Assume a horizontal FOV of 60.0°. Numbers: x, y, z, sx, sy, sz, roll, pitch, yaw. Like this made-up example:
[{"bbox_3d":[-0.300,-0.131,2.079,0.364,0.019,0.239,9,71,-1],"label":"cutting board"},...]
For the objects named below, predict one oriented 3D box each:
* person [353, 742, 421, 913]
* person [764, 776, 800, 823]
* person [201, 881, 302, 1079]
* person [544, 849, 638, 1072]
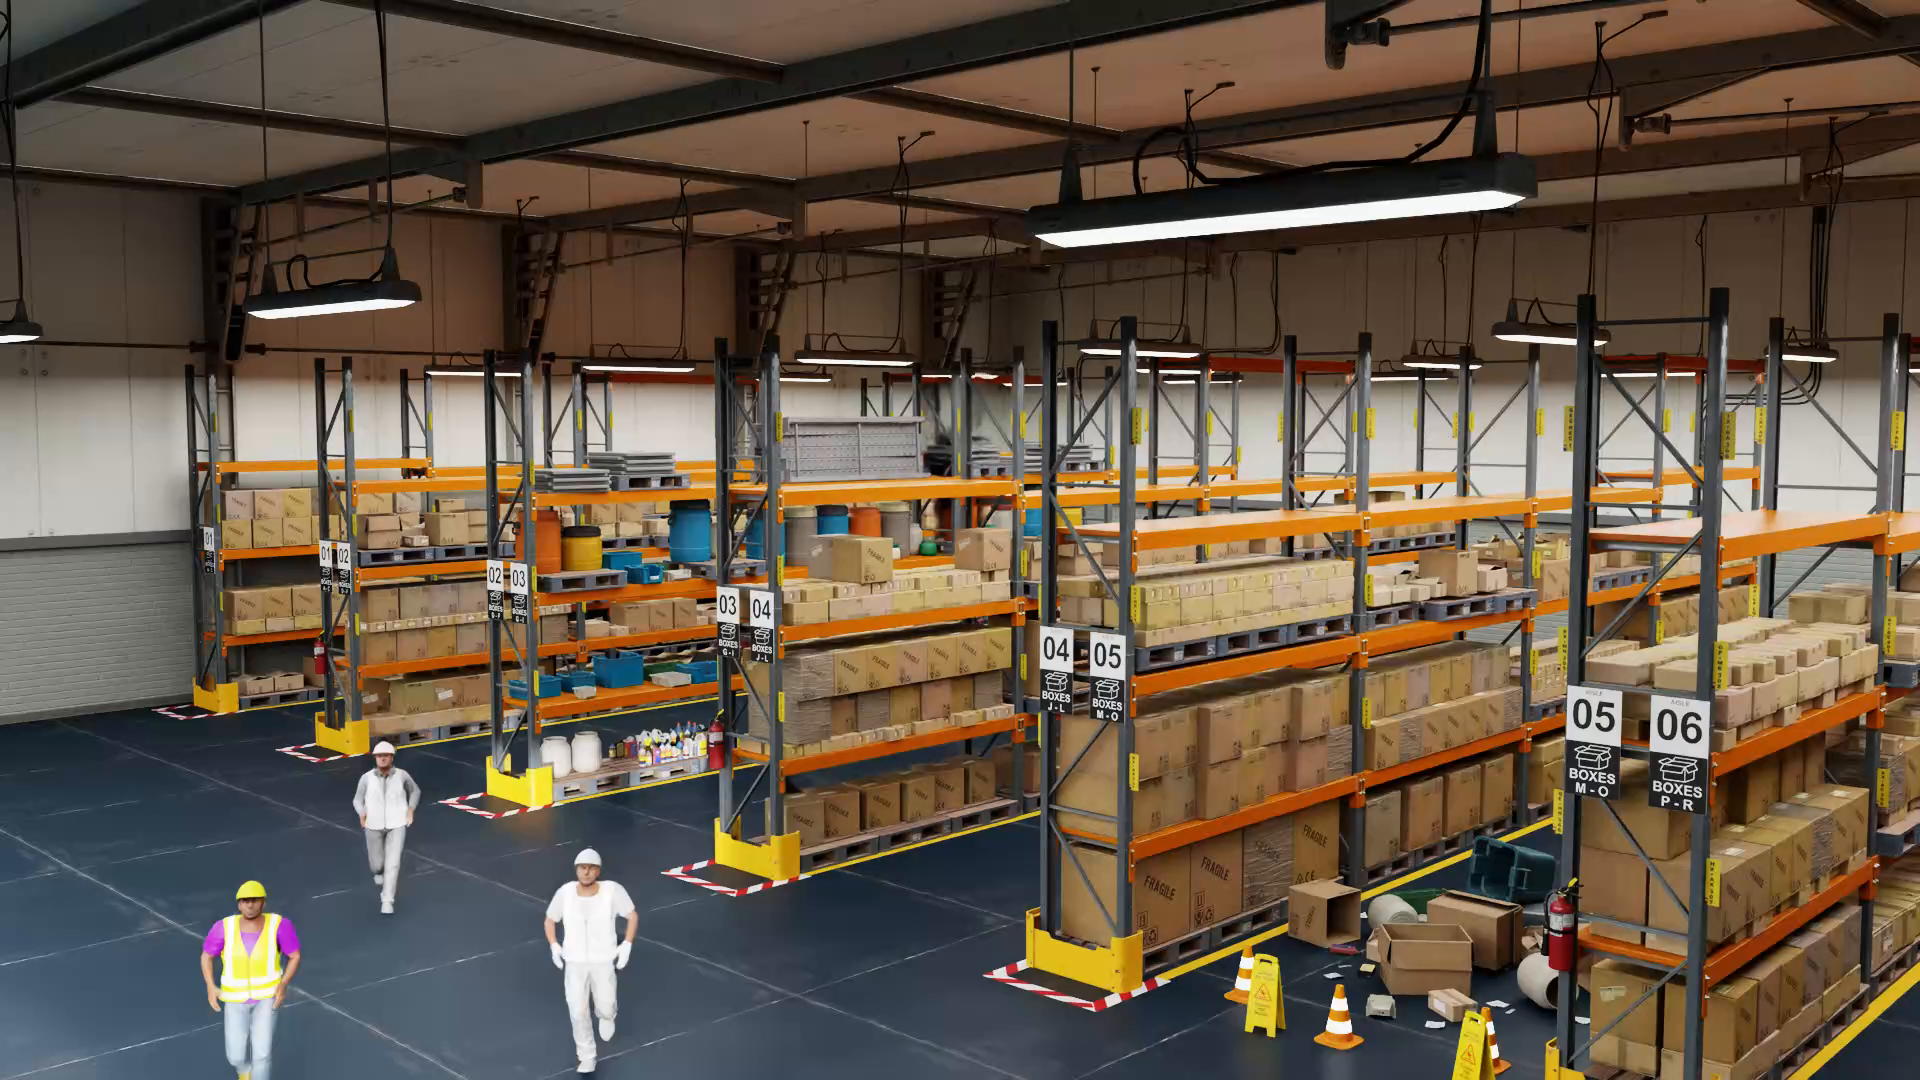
[{"bbox_3d":[-5.991,2.977,17.403,0.677,1.737,0.808,-1,5,-16],"label":"person"},{"bbox_3d":[-2.254,2.659,21.081,0.661,1.715,0.906,2,5,29],"label":"person"},{"bbox_3d":[-5.235,3.363,12.291,0.693,1.726,0.546,-1,5,-18],"label":"person"},{"bbox_3d":[-2.920,3.290,13.168,0.730,1.736,0.634,-1,4,-7],"label":"person"}]
